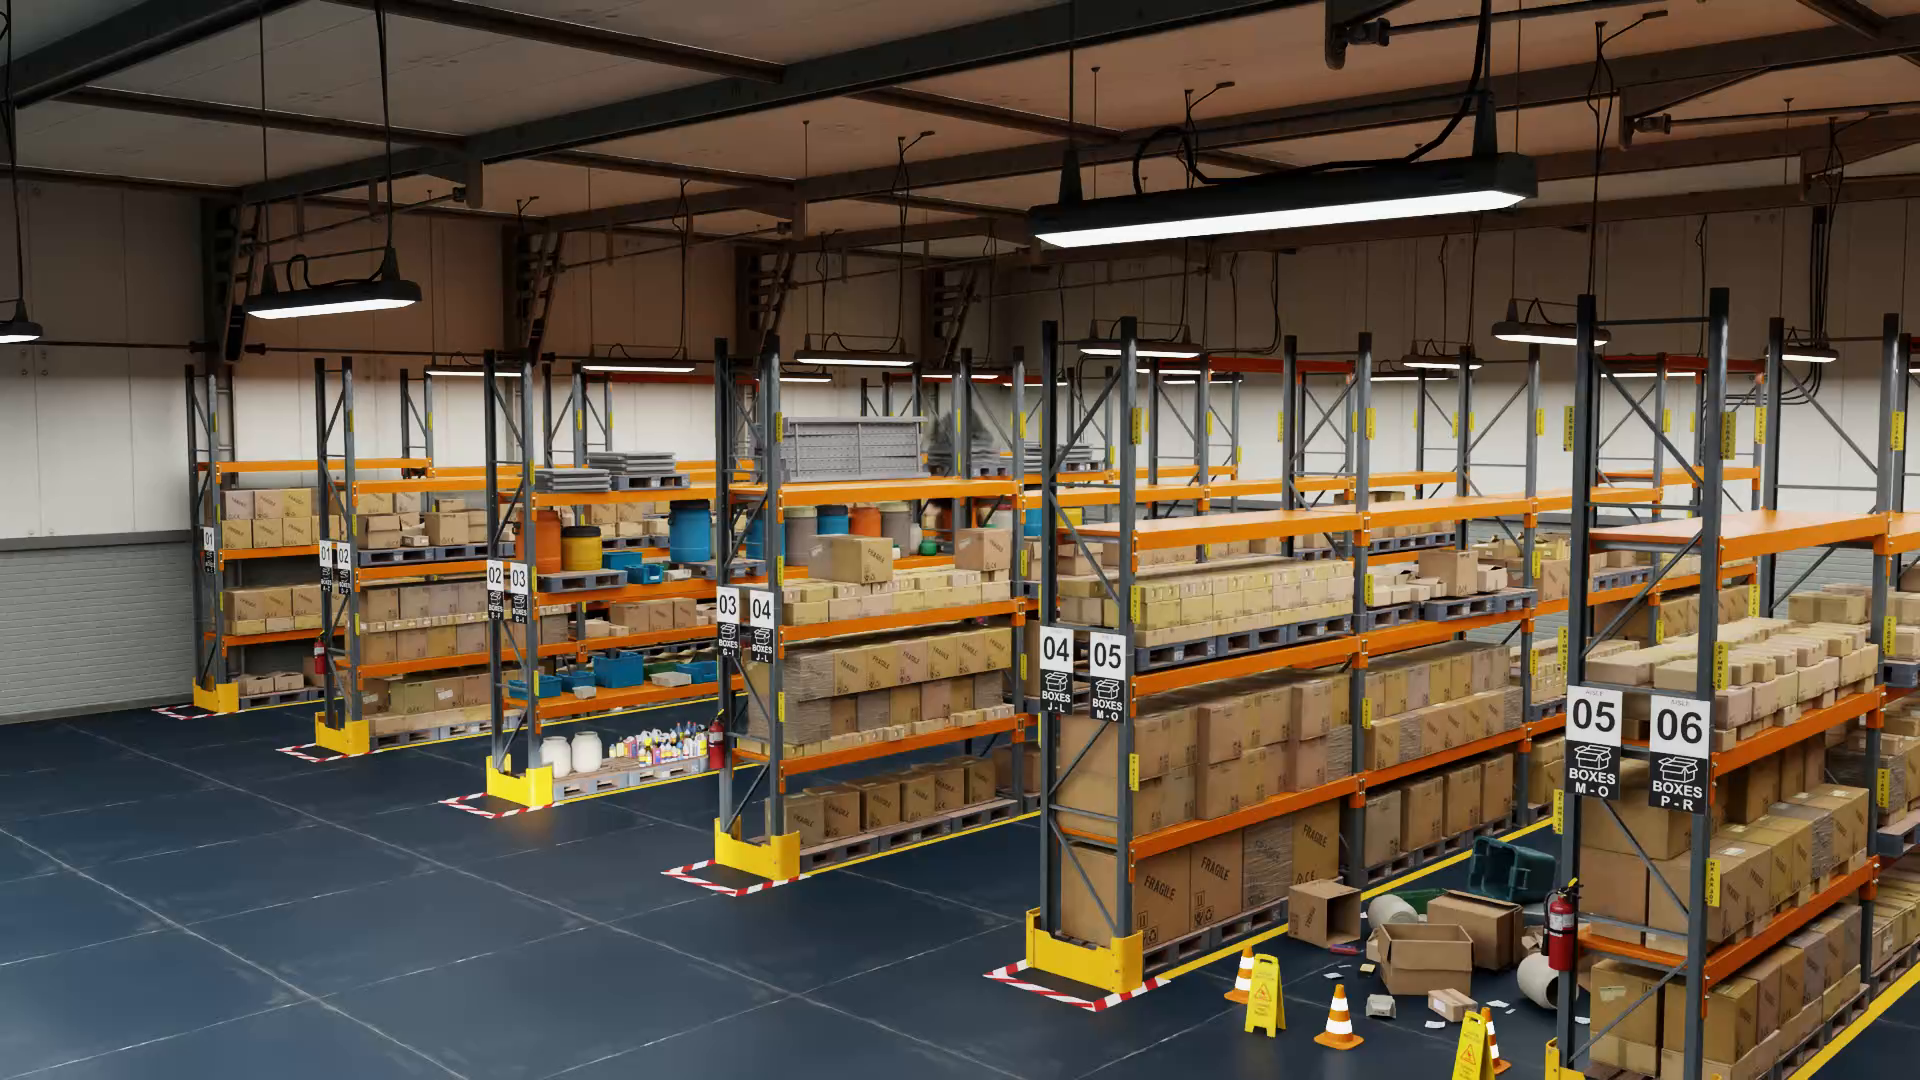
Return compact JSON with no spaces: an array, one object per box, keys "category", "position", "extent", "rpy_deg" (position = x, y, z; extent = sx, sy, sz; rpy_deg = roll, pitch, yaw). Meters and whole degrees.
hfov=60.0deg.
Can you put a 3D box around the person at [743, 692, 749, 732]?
[{"category":"person","position":[-3.220,2.309,26.653],"extent":[0.667,1.595,0.745],"rpy_deg":[1,4,11]}]

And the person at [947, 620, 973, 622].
[{"category":"person","position":[-0.099,1.970,30.657],"extent":[0.854,1.790,0.622],"rpy_deg":[-4,6,-39]}]
